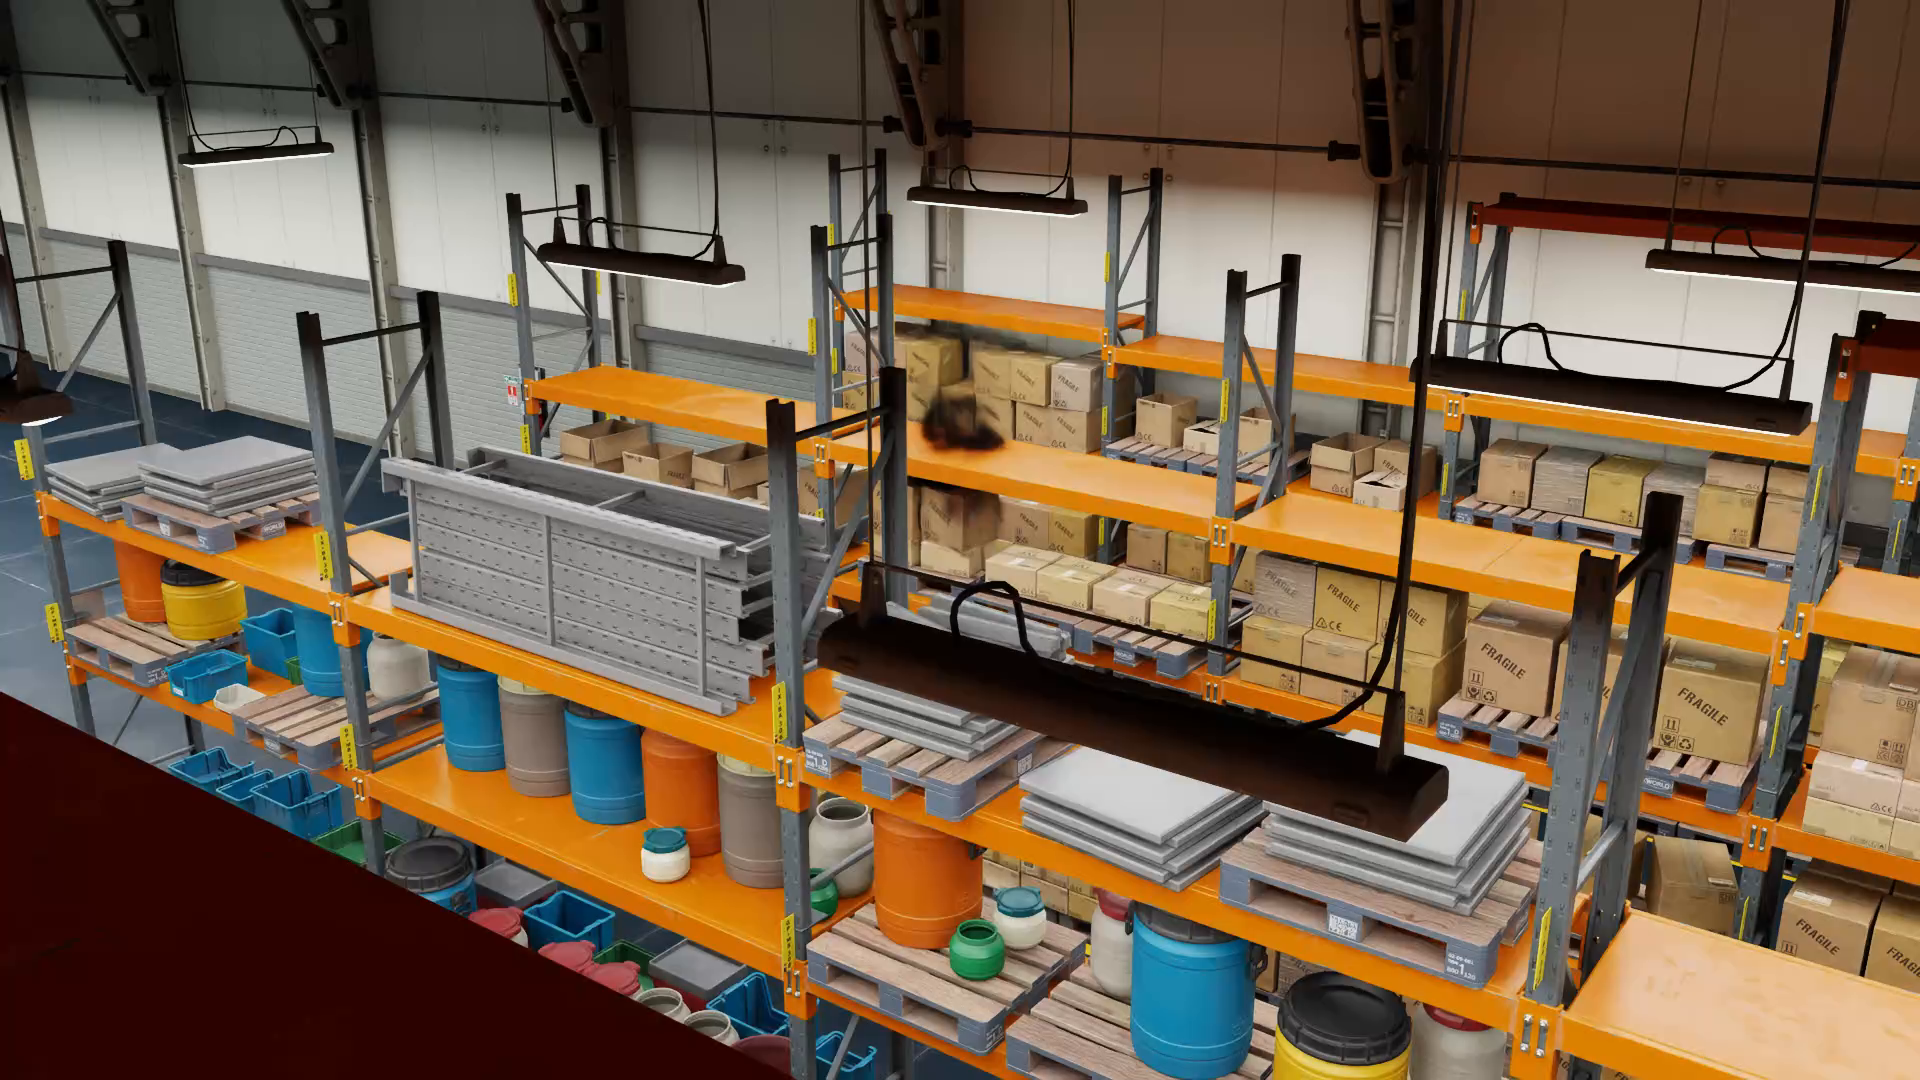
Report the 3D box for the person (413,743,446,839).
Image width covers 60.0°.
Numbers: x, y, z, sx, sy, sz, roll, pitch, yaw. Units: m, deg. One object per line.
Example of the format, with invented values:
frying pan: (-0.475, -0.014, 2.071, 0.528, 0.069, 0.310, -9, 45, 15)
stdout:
person: (-4.760, 2.433, 15.003, 0.800, 1.812, 0.646, 7, 20, 19)
